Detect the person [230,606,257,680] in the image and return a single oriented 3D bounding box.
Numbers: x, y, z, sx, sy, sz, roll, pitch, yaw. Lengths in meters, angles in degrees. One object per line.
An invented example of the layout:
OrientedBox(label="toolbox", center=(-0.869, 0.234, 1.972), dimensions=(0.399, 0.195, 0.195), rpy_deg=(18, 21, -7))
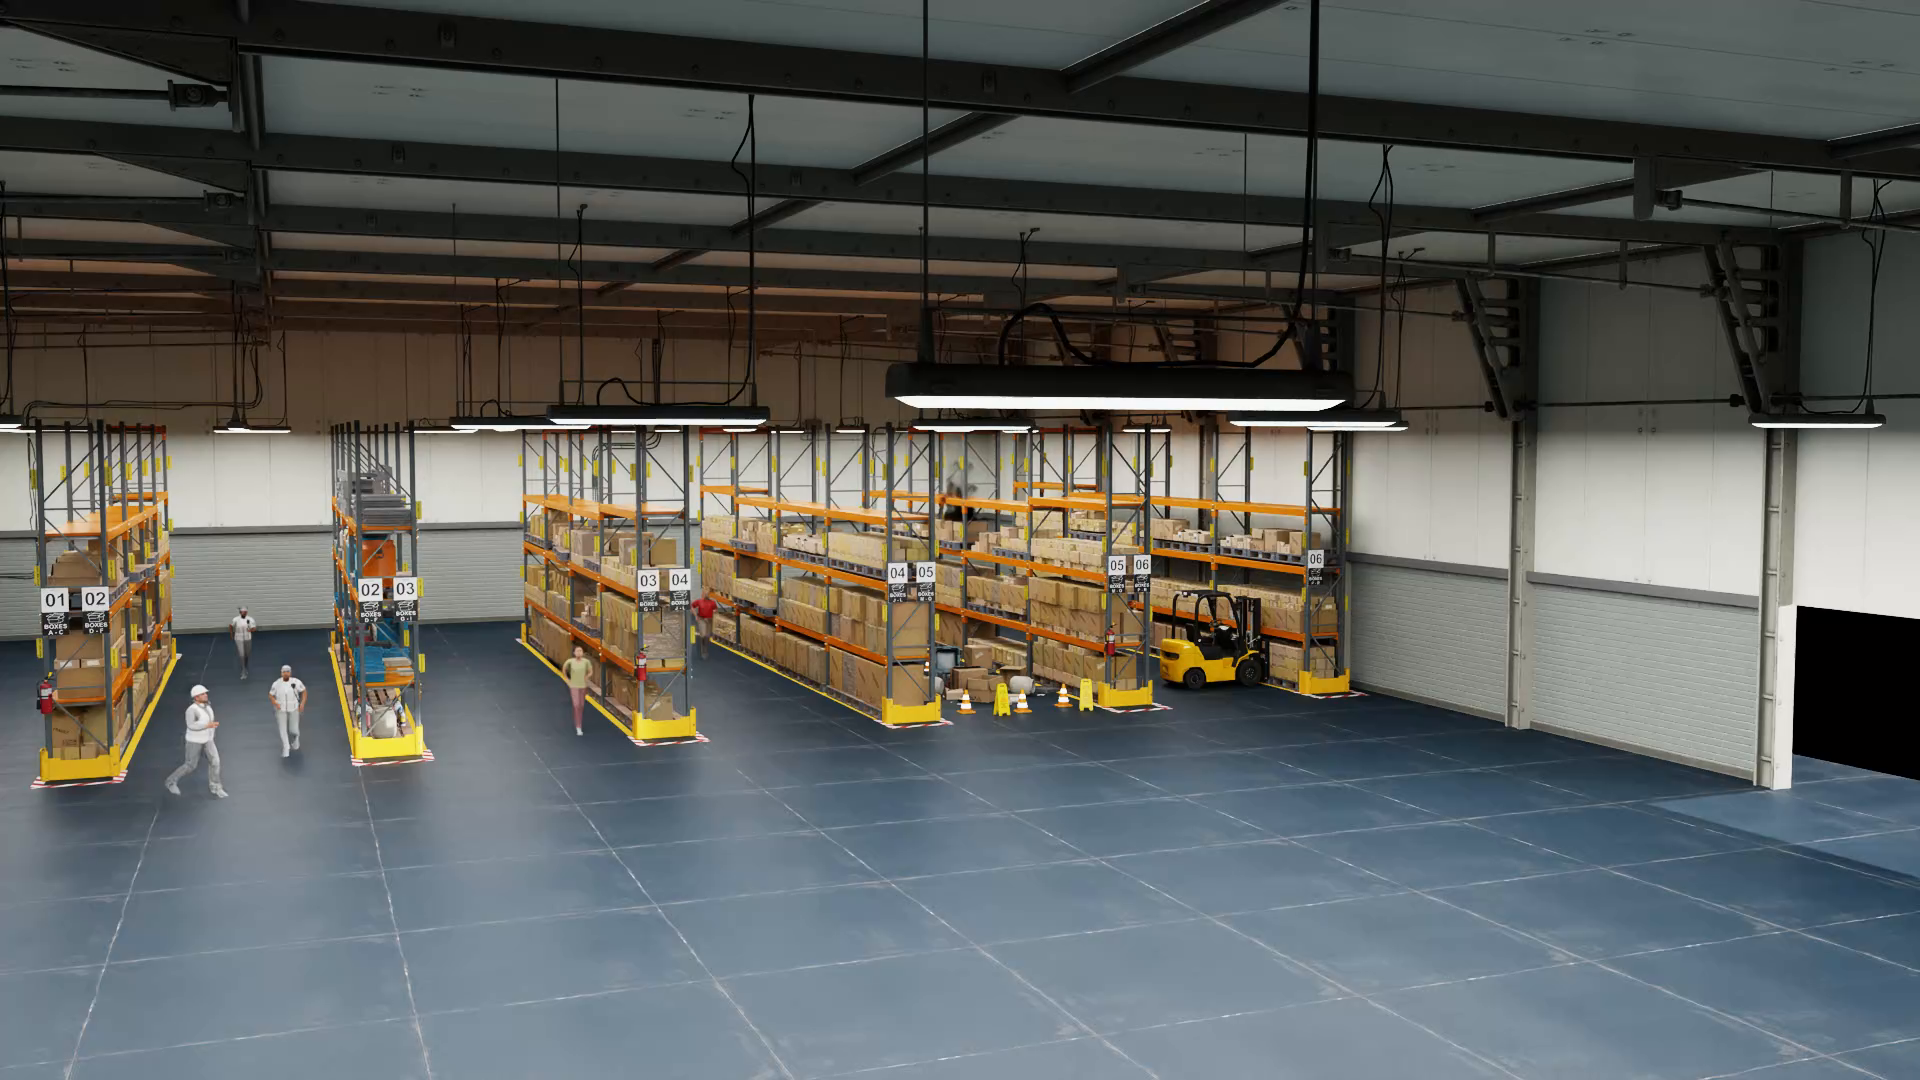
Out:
OrientedBox(label="person", center=(-16.968, 2.408, 39.390), dimensions=(0.547, 1.737, 0.864), rpy_deg=(-2, 4, -32))

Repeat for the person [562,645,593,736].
OrientedBox(label="person", center=(-7.374, 2.879, 32.158), dimensions=(0.570, 1.697, 0.823), rpy_deg=(-2, 4, -24))

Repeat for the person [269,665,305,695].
OrientedBox(label="person", center=(-12.051, 2.607, 29.776), dimensions=(0.601, 0.727, 0.349), rpy_deg=(-1, 4, -20))

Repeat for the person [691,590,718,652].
OrientedBox(label="person", center=(-6.576, 2.084, 43.038), dimensions=(0.642, 1.598, 0.779), rpy_deg=(-2, 4, -29))

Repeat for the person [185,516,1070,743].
OrientedBox(label="person", center=(-4.522, 1.251, 37.053), dimensions=(11.182, 2.519, 24.519), rpy_deg=(1, 4, 10))
